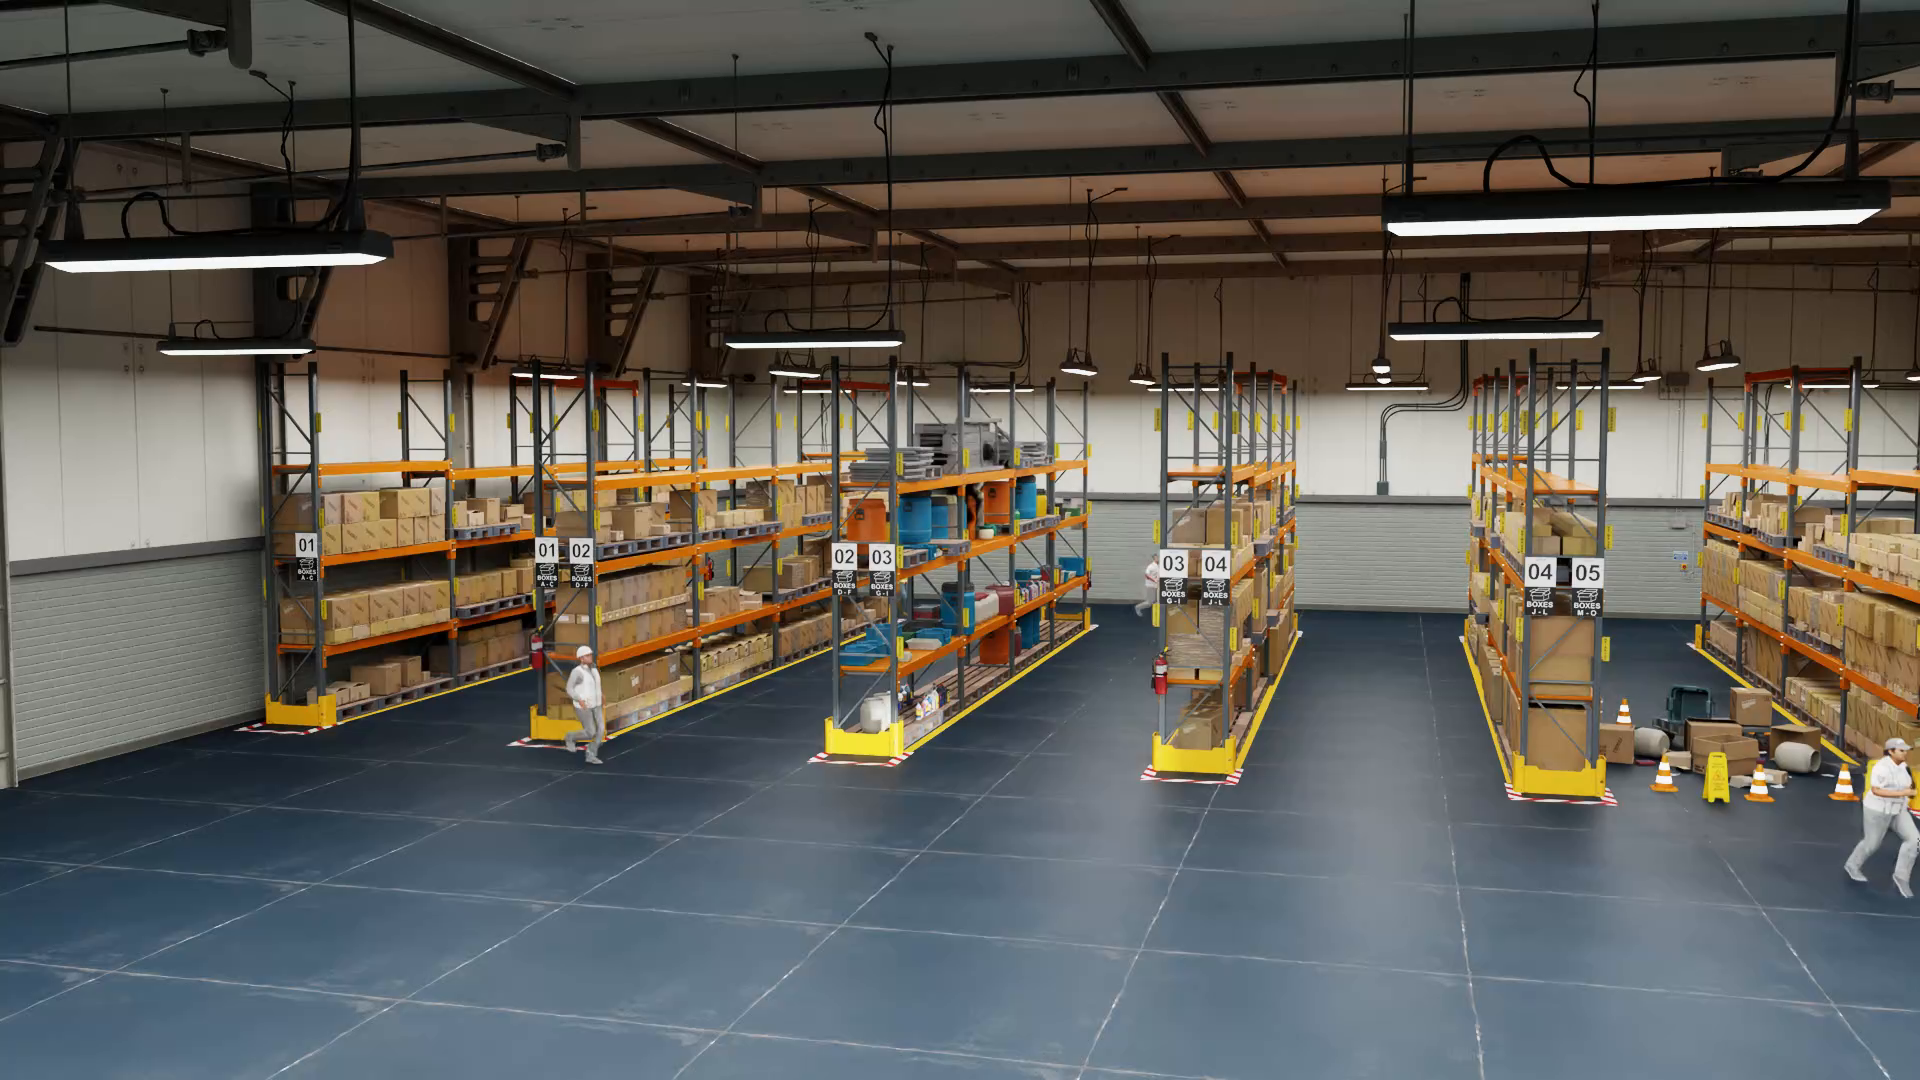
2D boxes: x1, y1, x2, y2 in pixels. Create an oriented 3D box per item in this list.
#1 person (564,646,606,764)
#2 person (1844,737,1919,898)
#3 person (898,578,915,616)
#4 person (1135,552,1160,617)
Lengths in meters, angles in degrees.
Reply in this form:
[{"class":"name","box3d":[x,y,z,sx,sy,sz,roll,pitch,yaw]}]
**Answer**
[{"class":"person","box3d":[-5.524,2.425,24.499,0.624,1.734,0.666,2,5,29]},{"class":"person","box3d":[9.883,2.934,17.802,0.626,1.703,0.828,-2,4,-25]},{"class":"person","box3d":[-1.534,1.125,43.149,0.722,1.714,0.620,-3,5,-41]},{"class":"person","box3d":[4.860,1.189,41.886,0.943,1.777,0.686,3,5,32]}]
